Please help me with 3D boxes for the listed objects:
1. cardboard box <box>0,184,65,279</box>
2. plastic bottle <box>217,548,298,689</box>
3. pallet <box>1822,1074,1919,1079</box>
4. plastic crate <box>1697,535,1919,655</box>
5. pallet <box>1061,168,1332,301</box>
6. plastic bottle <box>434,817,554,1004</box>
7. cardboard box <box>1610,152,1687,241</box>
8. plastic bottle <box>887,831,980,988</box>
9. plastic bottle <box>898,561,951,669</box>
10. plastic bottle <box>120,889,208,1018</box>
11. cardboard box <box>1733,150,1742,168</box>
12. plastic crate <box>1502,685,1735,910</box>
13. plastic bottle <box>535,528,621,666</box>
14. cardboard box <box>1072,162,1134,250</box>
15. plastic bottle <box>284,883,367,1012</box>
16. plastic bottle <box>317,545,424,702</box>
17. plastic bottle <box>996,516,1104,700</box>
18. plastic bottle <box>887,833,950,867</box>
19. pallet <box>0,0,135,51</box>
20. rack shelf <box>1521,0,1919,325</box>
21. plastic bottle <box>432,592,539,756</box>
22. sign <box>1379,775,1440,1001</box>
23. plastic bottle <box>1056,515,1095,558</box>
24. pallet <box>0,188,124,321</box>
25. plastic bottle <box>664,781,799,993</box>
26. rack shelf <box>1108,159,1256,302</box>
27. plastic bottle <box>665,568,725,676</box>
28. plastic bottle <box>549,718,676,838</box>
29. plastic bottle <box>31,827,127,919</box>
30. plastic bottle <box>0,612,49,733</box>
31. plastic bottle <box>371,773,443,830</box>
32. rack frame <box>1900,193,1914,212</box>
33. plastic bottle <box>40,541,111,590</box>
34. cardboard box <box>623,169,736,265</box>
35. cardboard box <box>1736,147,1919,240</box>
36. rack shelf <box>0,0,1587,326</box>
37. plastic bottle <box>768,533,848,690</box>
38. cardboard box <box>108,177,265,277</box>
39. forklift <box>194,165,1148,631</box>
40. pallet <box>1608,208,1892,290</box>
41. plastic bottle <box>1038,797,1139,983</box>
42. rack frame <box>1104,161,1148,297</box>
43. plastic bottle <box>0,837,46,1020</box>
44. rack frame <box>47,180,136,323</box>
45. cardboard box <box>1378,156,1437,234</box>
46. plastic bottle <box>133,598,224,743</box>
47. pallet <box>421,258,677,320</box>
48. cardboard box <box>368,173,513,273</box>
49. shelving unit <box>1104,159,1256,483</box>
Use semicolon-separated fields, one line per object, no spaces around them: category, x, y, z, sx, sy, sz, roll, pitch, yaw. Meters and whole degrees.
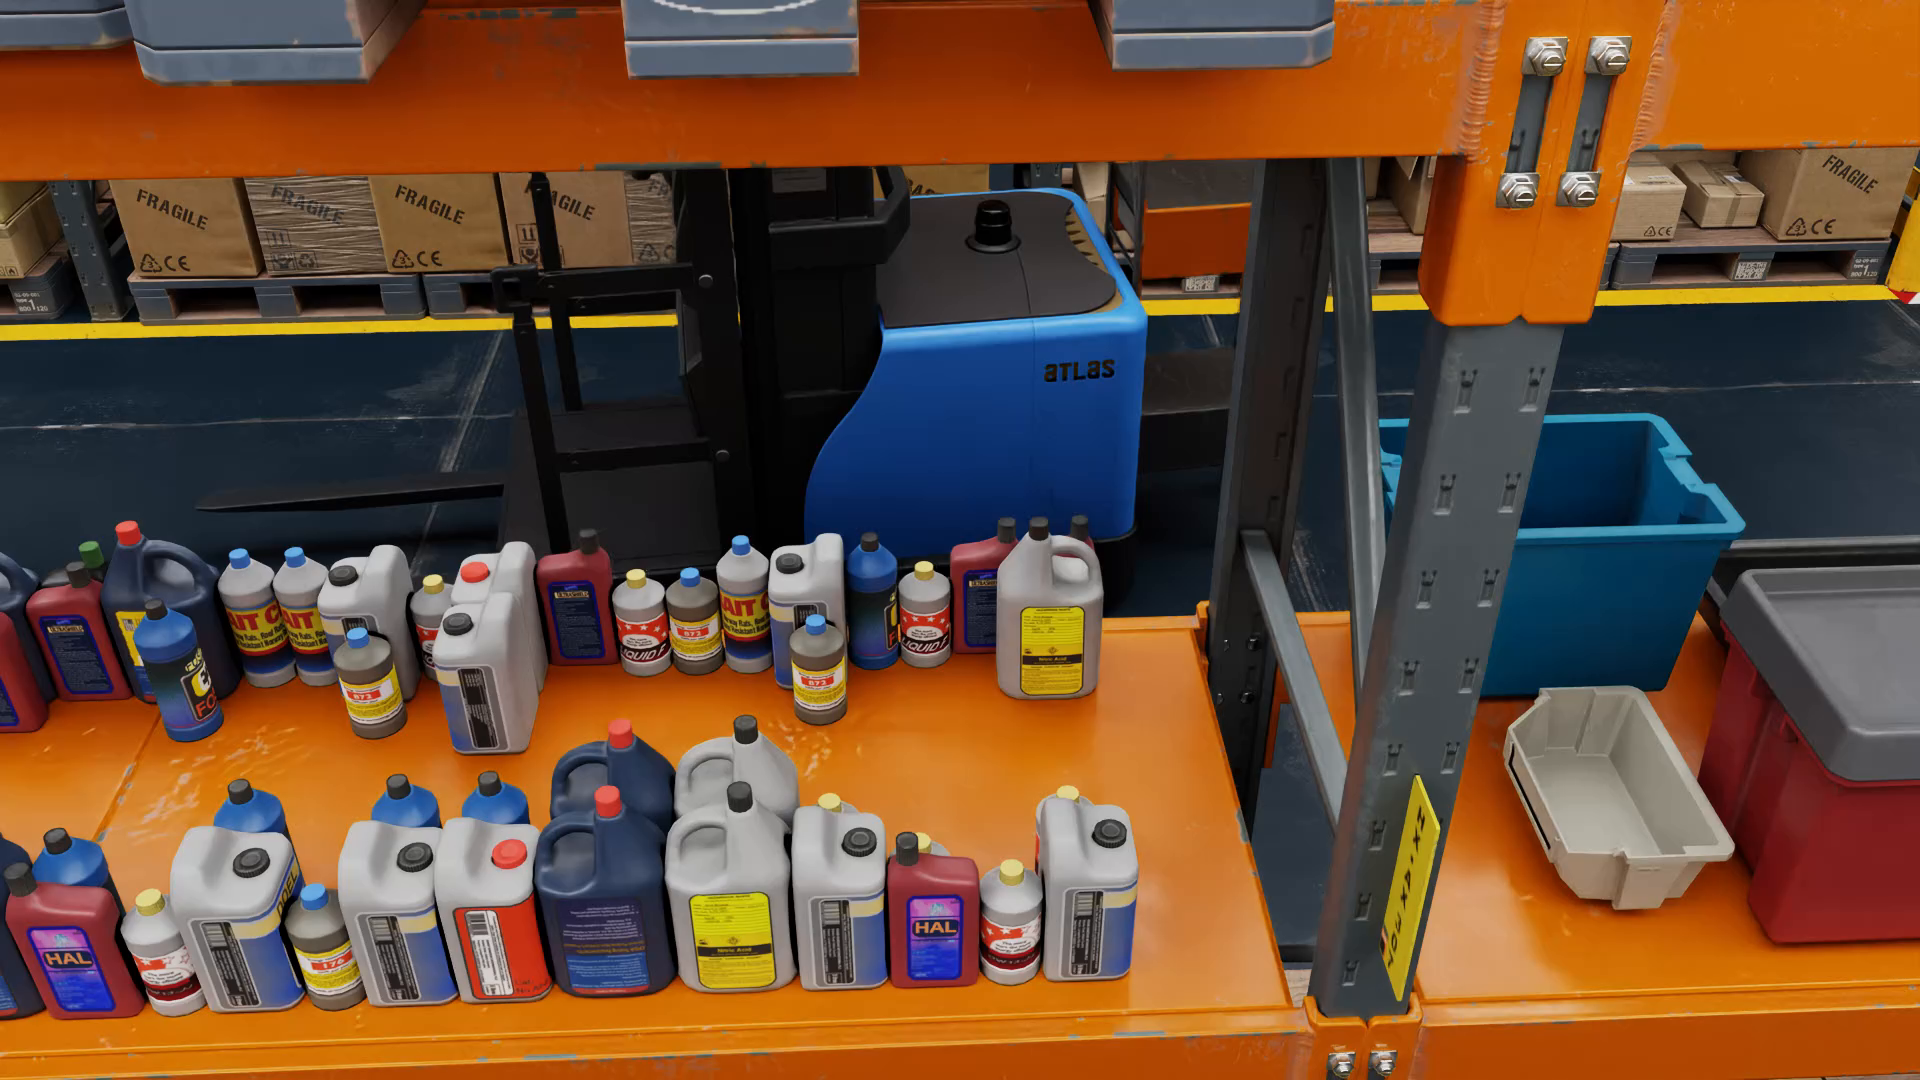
cardboard box;-4.172;-1.332;7.086;0.500;0.250;0.500;-1;35;-1
plastic bottle;-1.283;0.135;3.032;0.097;0.271;0.097;0;35;0
pallet;2.523;1.335;3.635;1.213;0.211;1.003;-2;35;-2
plastic crate;1.674;0.171;3.056;0.590;0.125;0.437;-2;35;-2
pallet;1.024;-1.422;7.619;1.213;0.211;1.003;-2;35;-2
plastic bottle;-0.679;0.534;2.452;0.135;0.276;0.152;-2;35;-2
cardboard box;2.851;-1.545;7.377;0.500;0.250;0.500;-2;35;-2
plastic bottle;-0.039;0.540;2.437;0.133;0.283;0.061;-2;35;-2
plastic bottle;-0.066;0.131;3.099;0.097;0.201;0.097;0;35;0
plastic bottle;-1.159;0.593;2.431;0.097;0.201;0.097;0;35;0
cardboard box;3.649;-1.852;7.893;0.250;0.166;0.380;-2;35;-2
plastic crate;1.040;0.418;2.690;0.243;0.136;0.396;-2;35;-2
plastic bottle;-0.705;0.104;3.066;0.133;0.283;0.061;-2;35;-2
cardboard box;0.767;-1.514;7.278;0.500;0.311;0.500;-2;35;-2
plastic bottle;-0.928;0.587;2.440;0.097;0.201;0.097;0;35;0
plastic bottle;-1.069;0.143;3.016;0.135;0.276;0.152;-2;35;-2
plastic bottle;0.161;0.112;2.996;0.185;0.351;0.144;-2;35;-2
plastic bottle;-0.061;0.529;2.524;0.097;0.201;0.097;0;35;0
pallet;-1.343;-0.782;1.774;1.213;0.211;1.003;-2;35;-2
rack shelf;2.566;-0.726;2.160;4.000;0.370;1.077;-2;35;-2
plastic bottle;-0.830;0.224;2.900;0.135;0.276;0.152;-2;35;-2
sign;0.593;0.464;2.200;0.005;0.325;0.100;-2;35;-2
plastic bottle;0.182;0.081;3.100;0.133;0.283;0.061;-2;35;-2
pallet;-4.482;-1.296;7.437;1.213;0.211;1.003;-2;35;-2
plastic bottle;-0.334;0.496;2.440;0.185;0.351;0.144;-2;35;-2
rack shelf;0.750;-0.926;5.267;0.480;0.518;0.431;-5;35;-8
plastic bottle;-0.492;0.143;3.082;0.097;0.201;0.097;0;35;0
plastic bottle;-0.526;0.419;2.552;0.185;0.351;0.144;-2;35;-2
plastic bottle;-1.295;0.533;2.456;0.097;0.271;0.097;0;35;0
plastic bottle;-1.710;0.214;2.908;0.133;0.283;0.061;-2;35;-2
plastic bottle;-0.837;0.469;2.549;0.097;0.271;0.097;0;35;0
rack frame;4.333;-2.658;6.955;0.127;3.000;1.000;-2;35;-2
plastic bottle;-1.584;0.128;3.031;0.133;0.283;0.061;-2;35;-2
cardboard box;-1.137;-1.506;7.100;0.500;0.500;0.500;-1;35;-2
cardboard box;3.802;-1.657;7.318;0.500;0.500;0.500;-2;35;-2
rack shelf;-1.429;-0.619;2.004;4.000;0.370;1.077;-2;35;-2
plastic bottle;-0.277;0.122;3.047;0.135;0.276;0.152;-2;35;-2
cardboard box;-3.190;-1.446;7.013;0.500;0.500;0.500;0;35;0
forklift;-0.999;-1.112;4.781;3.031;2.935;1.130;-5;35;-8
pallet;3.461;-1.487;7.714;1.213;0.211;1.003;-2;35;-2
plastic bottle;0.190;0.511;2.485;0.135;0.276;0.152;-2;35;-2
rack frame;0.509;-0.915;5.227;0.015;2.100;0.400;-5;35;-8
plastic bottle;-1.435;0.526;2.397;0.185;0.351;0.144;-2;35;-2
rack frame;-3.658;-2.443;6.644;0.127;3.000;1.000;-2;35;-2
cardboard box;2.214;-1.758;7.462;0.637;0.503;0.797;-2;35;-2
plastic bottle;-1.373;0.220;2.909;0.097;0.271;0.097;0;35;0
pallet;-1.695;-1.326;7.480;1.213;0.211;1.003;-2;35;-2
cardboard box;-2.166;-1.474;7.053;0.500;0.500;0.500;-2;35;-3
shelving unit;0.750;-0.937;5.259;0.503;2.100;0.431;-5;35;-8
